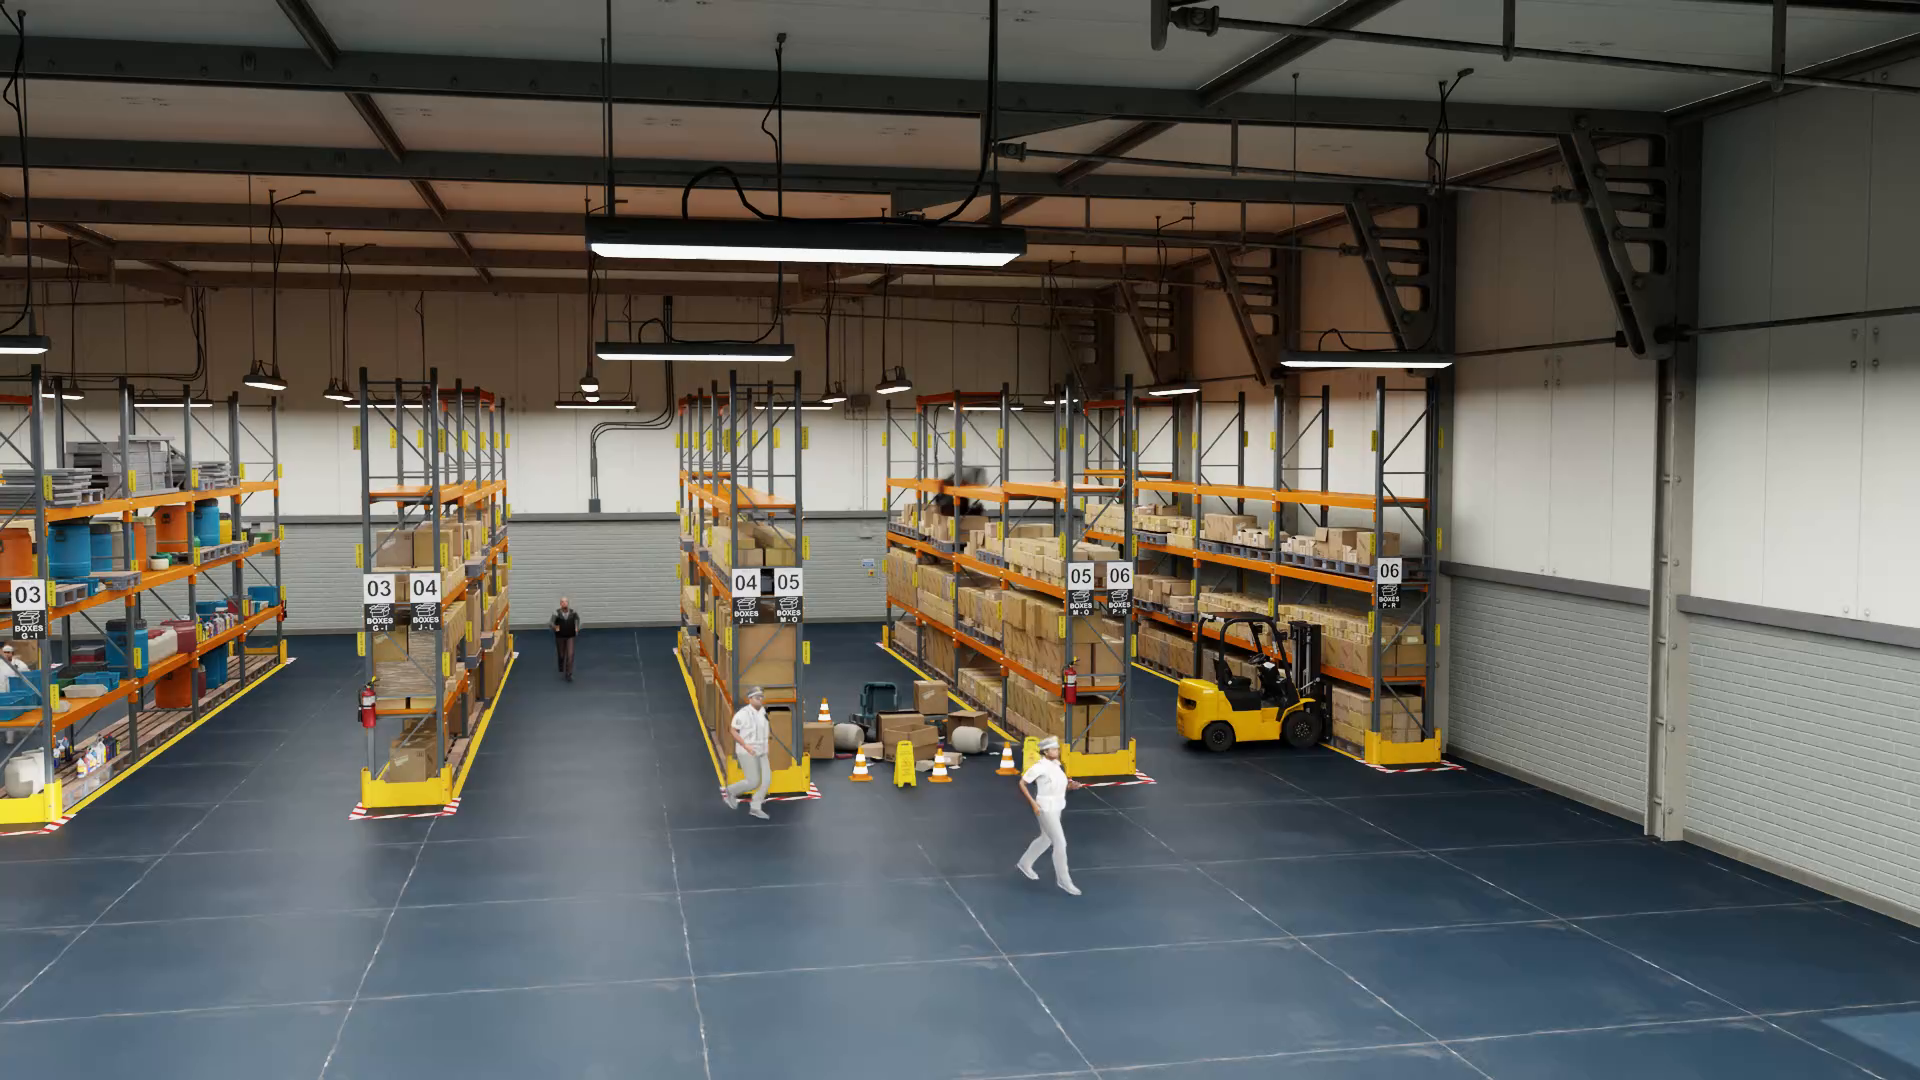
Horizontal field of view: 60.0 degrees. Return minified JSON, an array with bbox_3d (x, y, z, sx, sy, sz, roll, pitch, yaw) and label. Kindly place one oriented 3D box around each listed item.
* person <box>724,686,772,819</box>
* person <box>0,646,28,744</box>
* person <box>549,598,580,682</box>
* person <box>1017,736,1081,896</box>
[{"bbox_3d":[-2.820,2.821,22.208,0.653,1.775,0.679,2,4,26],"label":"person"},{"bbox_3d":[-15.736,2.552,27.554,0.594,1.622,0.556,-1,4,-16],"label":"person"},{"bbox_3d":[-8.306,2.069,34.989,0.661,1.726,0.922,-1,4,-19],"label":"person"},{"bbox_3d":[0.994,3.037,18.546,0.851,1.727,0.563,2,4,30],"label":"person"}]
